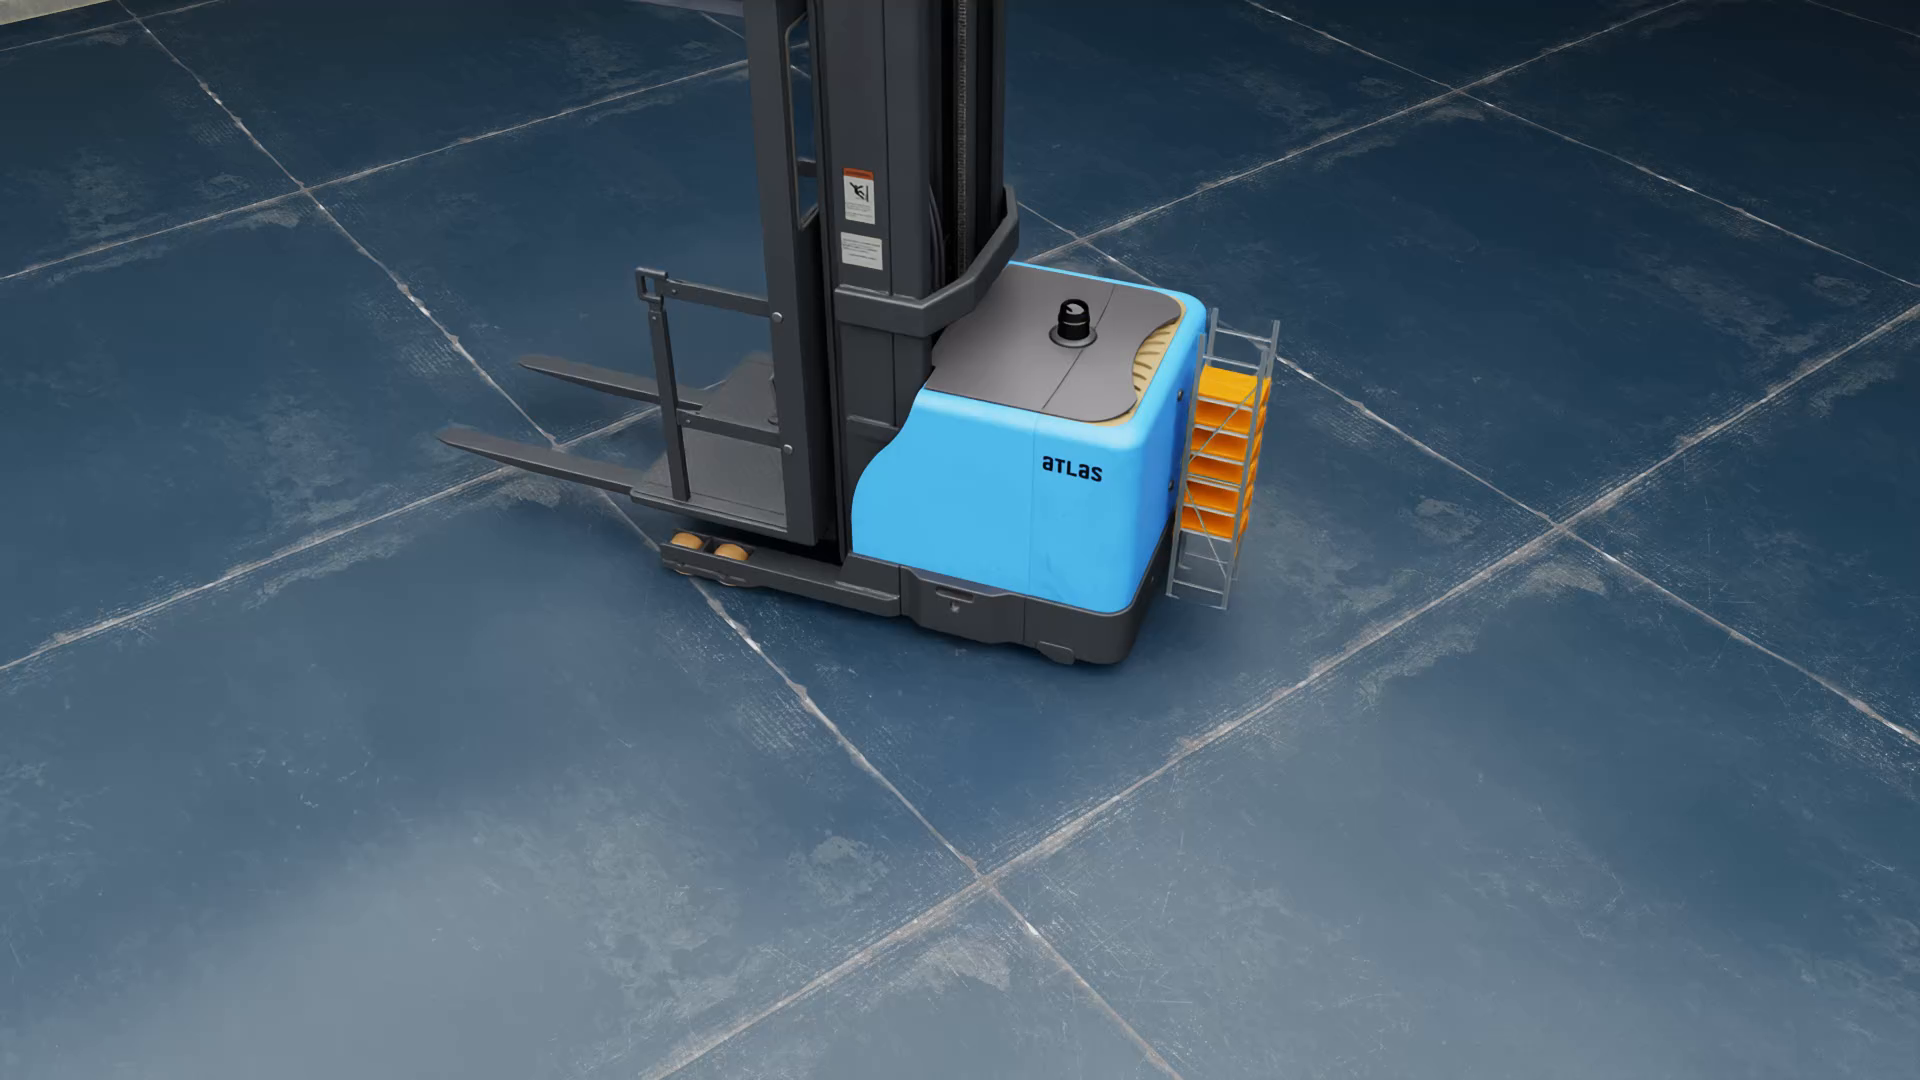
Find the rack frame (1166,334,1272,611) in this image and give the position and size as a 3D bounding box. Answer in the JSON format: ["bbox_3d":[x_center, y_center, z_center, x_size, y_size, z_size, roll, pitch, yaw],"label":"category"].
[{"bbox_3d":[0.930,-0.217,6.063,0.240,1.200,0.006,15,42,15],"label":"rack frame"}]

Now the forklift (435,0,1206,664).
[{"bbox_3d":[-0.647,-1.247,5.960,3.031,2.935,1.130,13,41,15],"label":"forklift"}]

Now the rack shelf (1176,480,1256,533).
[{"bbox_3d":[0.958,-0.146,6.235,0.258,0.103,0.180,15,42,15],"label":"rack shelf"}]

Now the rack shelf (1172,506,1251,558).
[{"bbox_3d":[0.955,-0.054,6.312,0.258,0.103,0.180,15,42,15],"label":"rack shelf"}]

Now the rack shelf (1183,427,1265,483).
[{"bbox_3d":[0.964,-0.330,6.081,0.258,0.103,0.180,15,42,15],"label":"rack shelf"}]

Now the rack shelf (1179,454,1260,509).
[{"bbox_3d":[0.961,-0.238,6.158,0.258,0.103,0.180,15,42,15],"label":"rack shelf"}]

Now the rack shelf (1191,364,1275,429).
[{"bbox_3d":[0.971,-0.514,5.927,0.258,0.103,0.180,15,42,15],"label":"rack shelf"}]

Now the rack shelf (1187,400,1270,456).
[{"bbox_3d":[0.968,-0.422,6.004,0.258,0.103,0.180,15,42,15],"label":"rack shelf"}]

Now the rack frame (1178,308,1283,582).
[{"bbox_3d":[0.995,-0.326,6.195,0.240,1.200,0.006,15,42,15],"label":"rack frame"}]

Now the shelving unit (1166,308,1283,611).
[{"bbox_3d":[0.962,-0.272,6.129,0.258,1.200,0.189,15,42,15],"label":"shelving unit"}]
